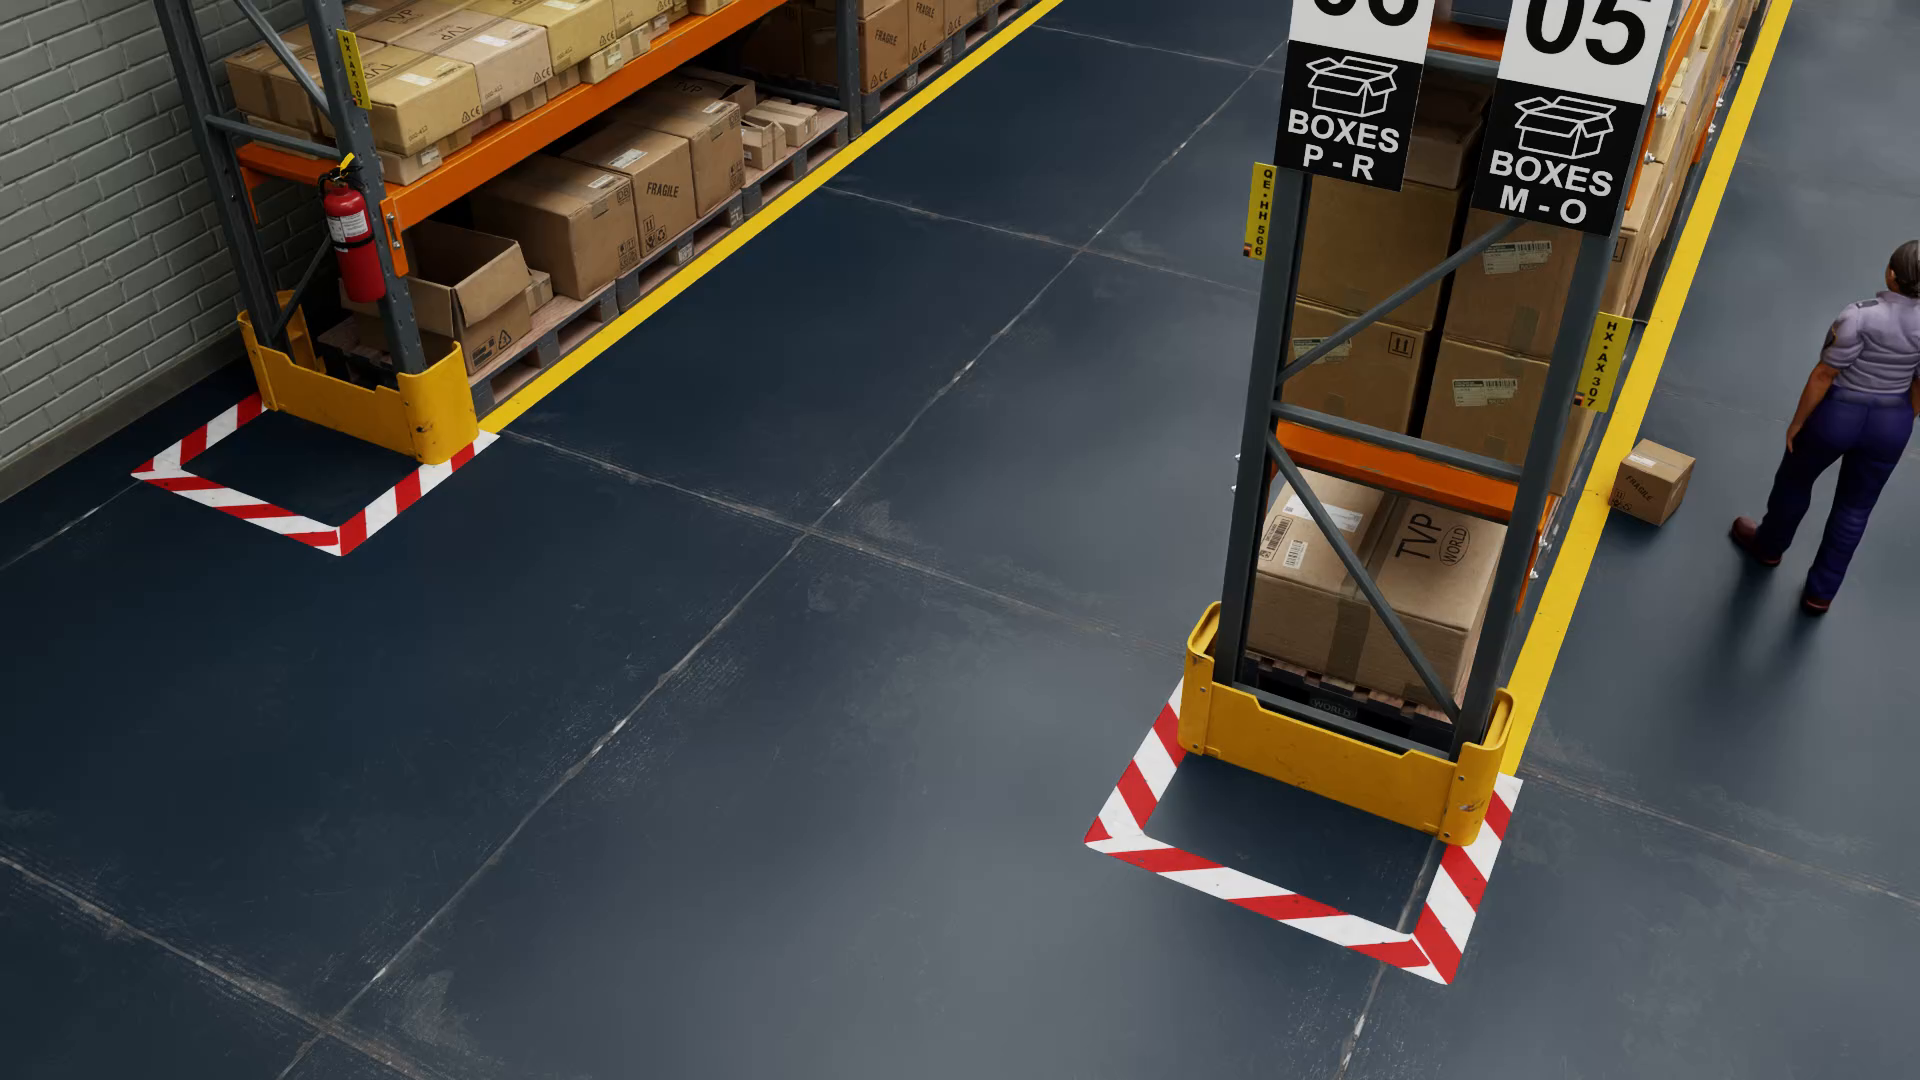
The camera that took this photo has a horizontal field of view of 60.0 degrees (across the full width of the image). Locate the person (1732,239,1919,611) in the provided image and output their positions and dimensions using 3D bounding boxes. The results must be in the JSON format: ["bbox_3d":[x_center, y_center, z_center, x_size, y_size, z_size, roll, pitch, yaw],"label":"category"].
[{"bbox_3d":[3.634,-0.510,6.799,0.473,1.642,0.594,8,39,10],"label":"person"}]
